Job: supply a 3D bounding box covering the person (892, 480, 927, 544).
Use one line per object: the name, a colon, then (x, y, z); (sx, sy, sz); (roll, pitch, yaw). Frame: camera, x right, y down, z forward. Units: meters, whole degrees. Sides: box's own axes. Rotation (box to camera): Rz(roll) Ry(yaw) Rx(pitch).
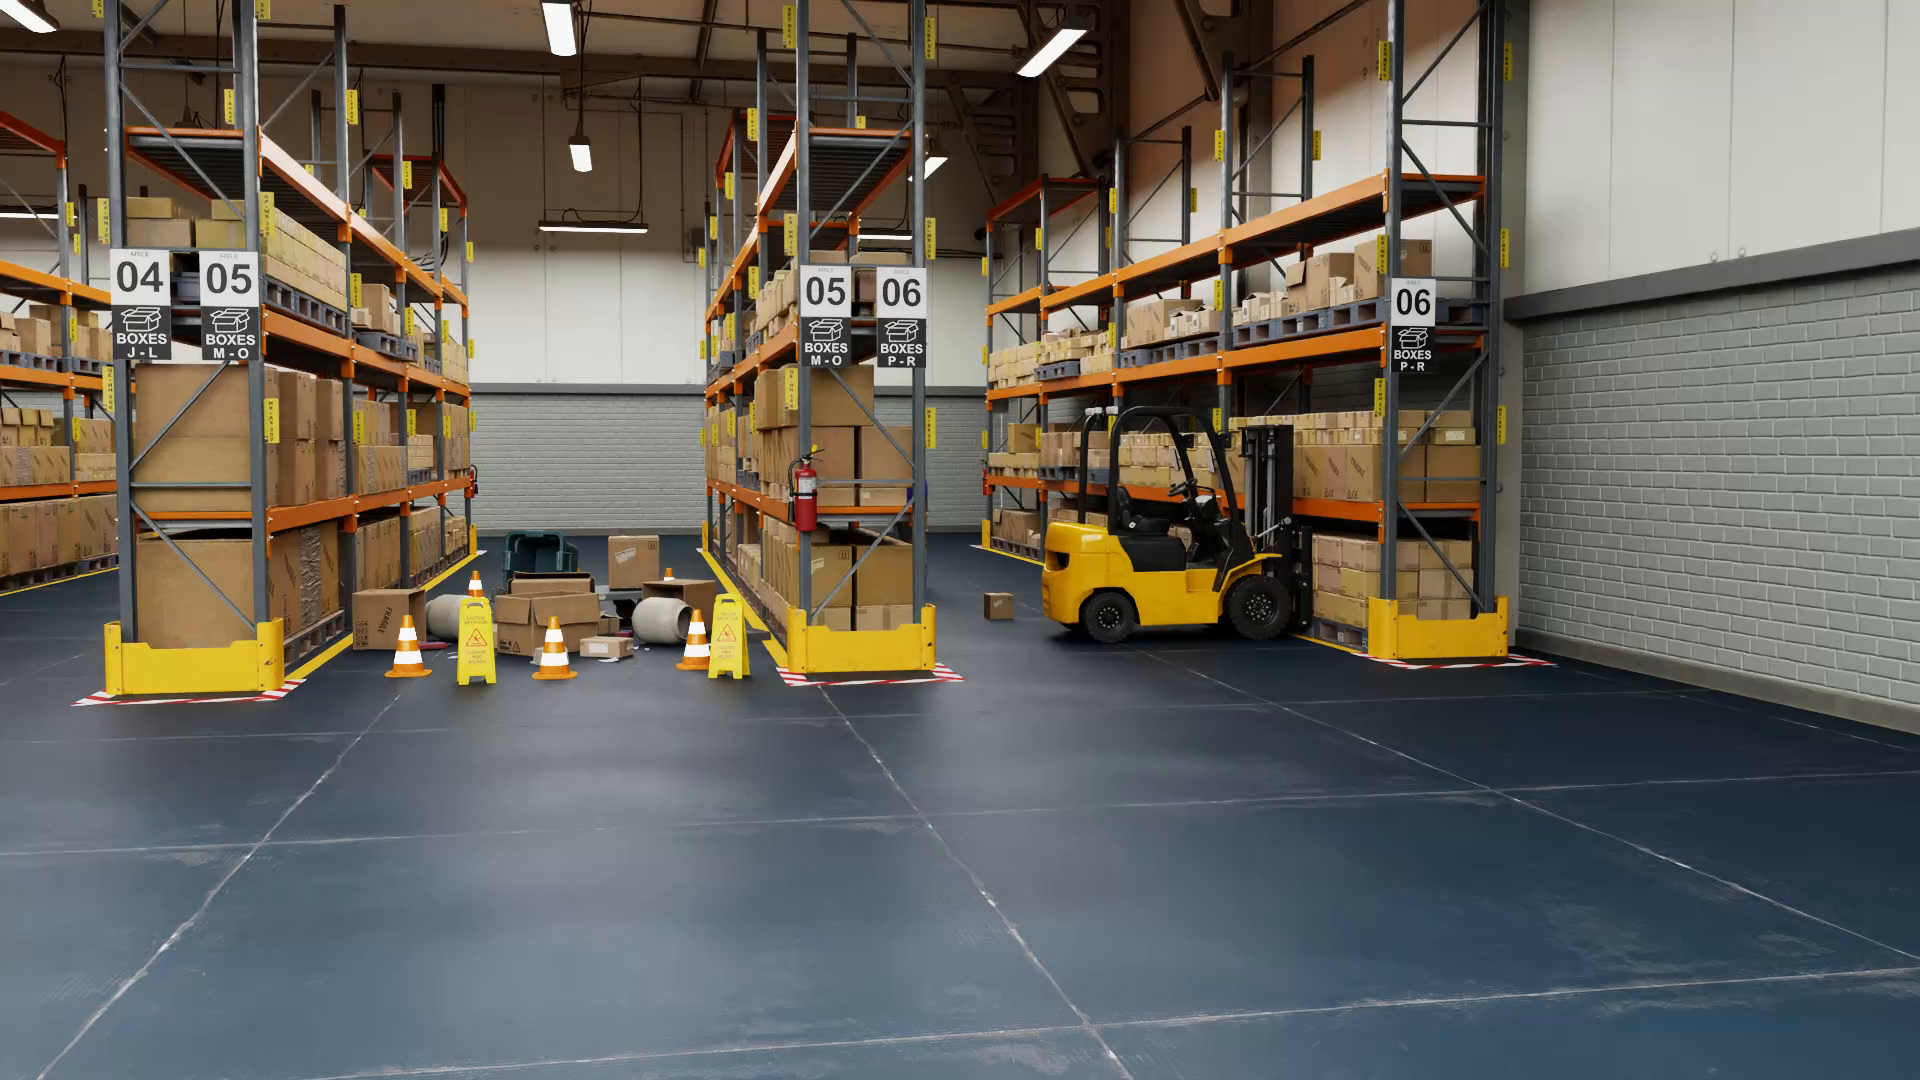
person: (-0.674, -0.264, 21.786); (0.444, 1.672, 0.423); (-1, 3, -16)
